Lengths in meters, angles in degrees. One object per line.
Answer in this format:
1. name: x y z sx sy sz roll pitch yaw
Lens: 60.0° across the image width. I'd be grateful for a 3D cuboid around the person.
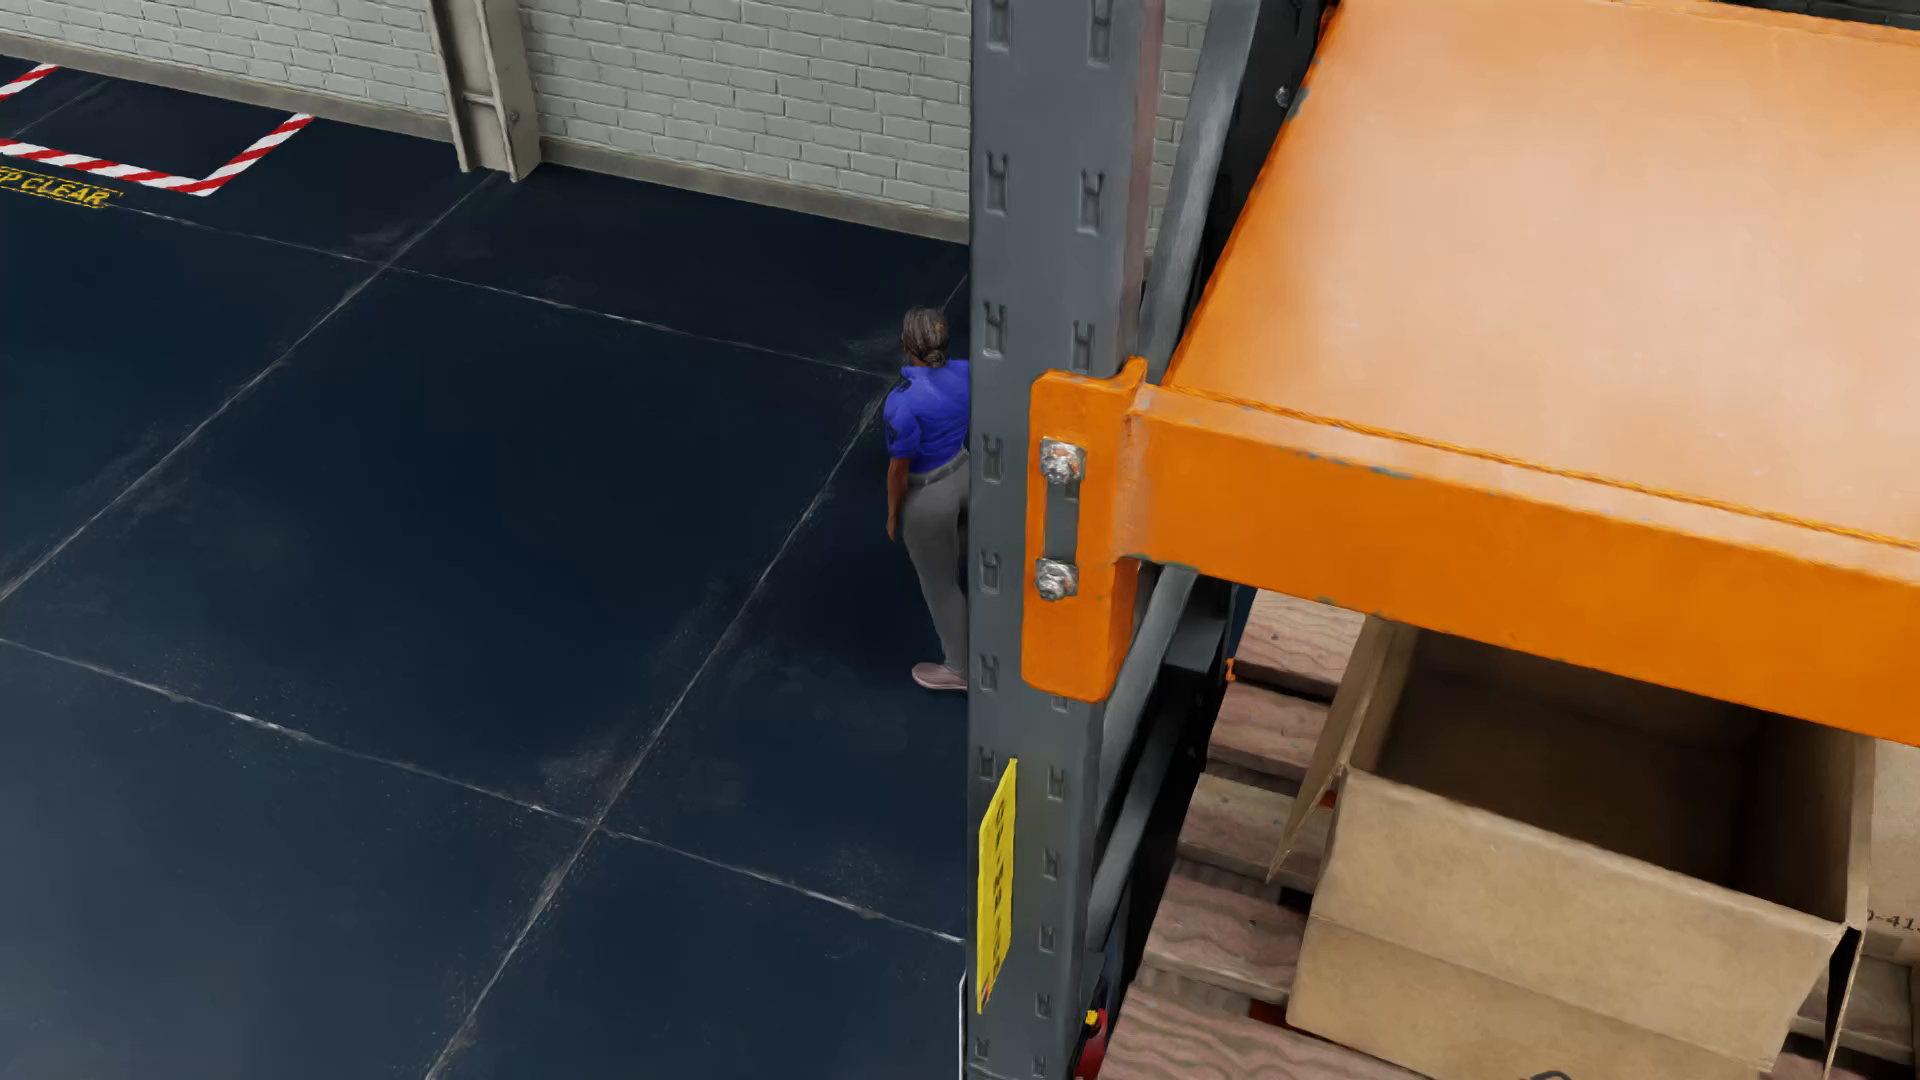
1. person: -0.056 -0.229 6.346 0.609 1.555 0.540 33 51 31
